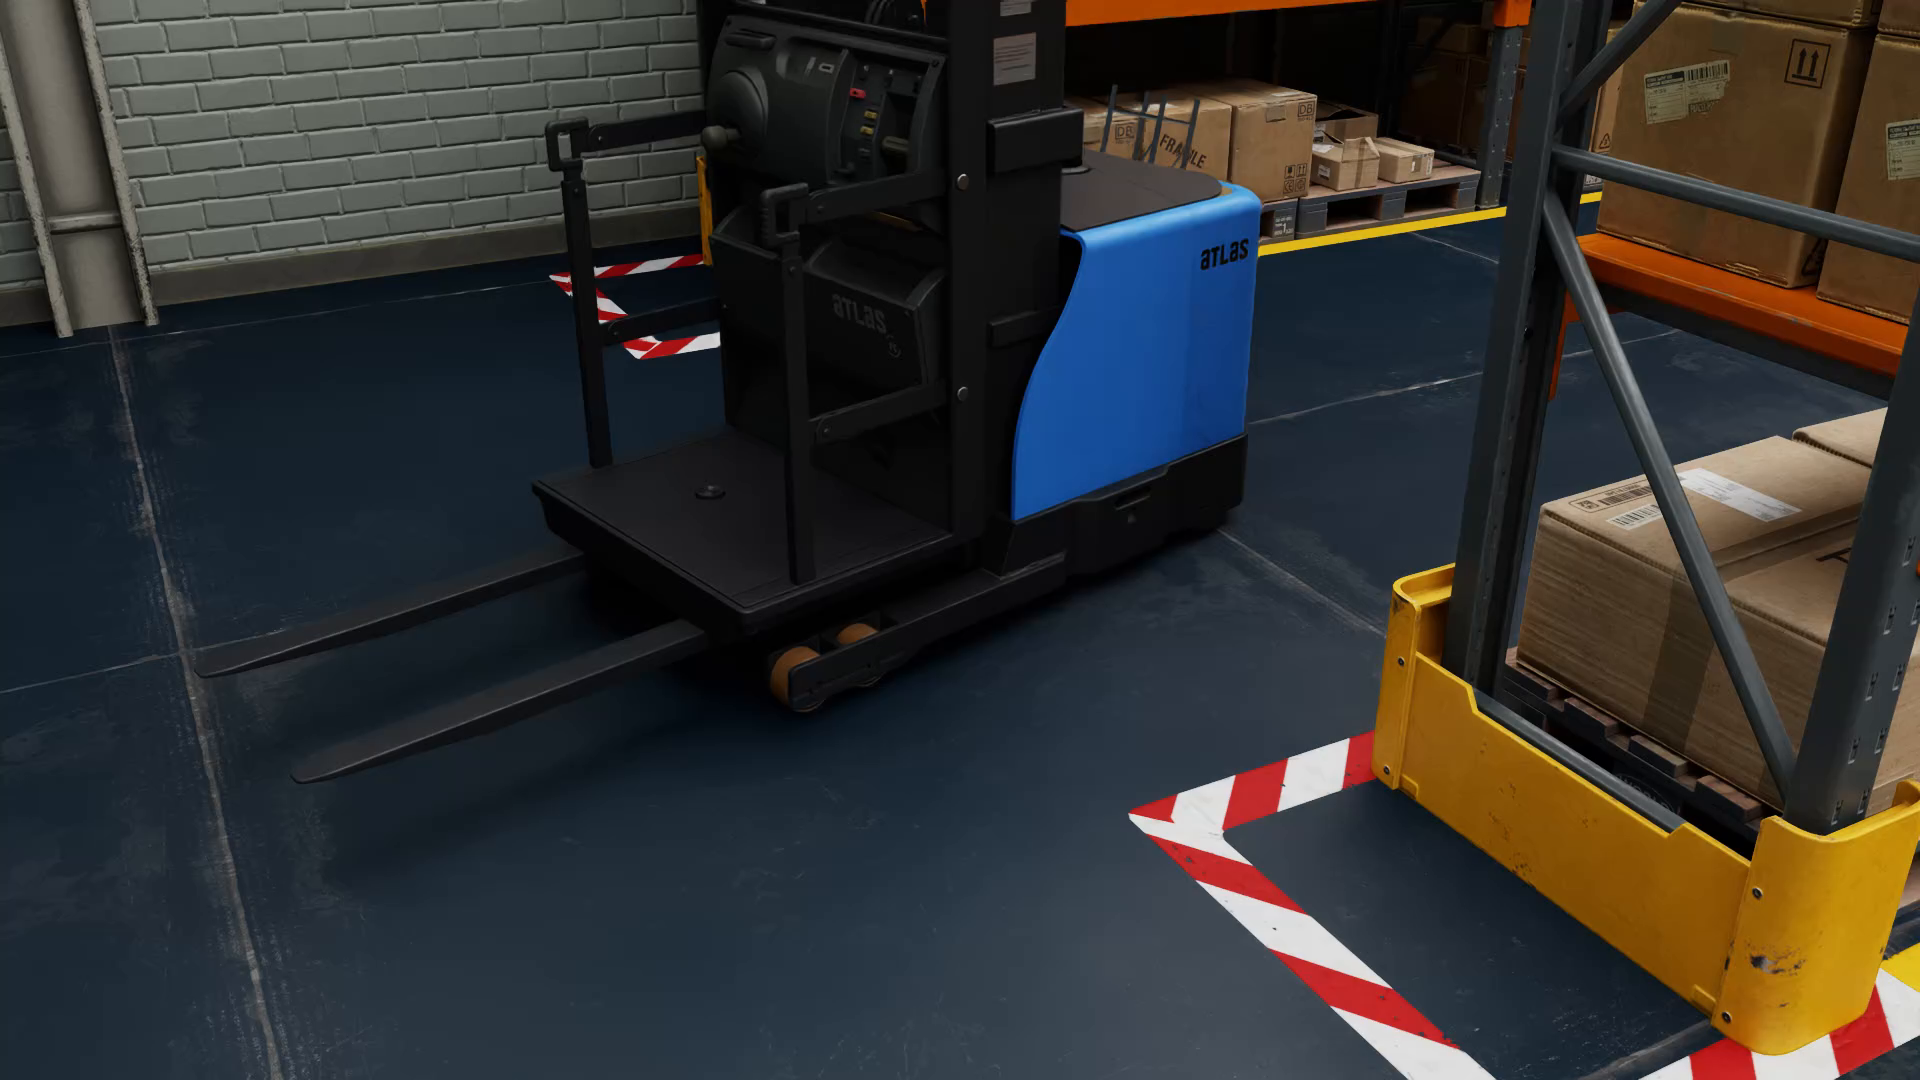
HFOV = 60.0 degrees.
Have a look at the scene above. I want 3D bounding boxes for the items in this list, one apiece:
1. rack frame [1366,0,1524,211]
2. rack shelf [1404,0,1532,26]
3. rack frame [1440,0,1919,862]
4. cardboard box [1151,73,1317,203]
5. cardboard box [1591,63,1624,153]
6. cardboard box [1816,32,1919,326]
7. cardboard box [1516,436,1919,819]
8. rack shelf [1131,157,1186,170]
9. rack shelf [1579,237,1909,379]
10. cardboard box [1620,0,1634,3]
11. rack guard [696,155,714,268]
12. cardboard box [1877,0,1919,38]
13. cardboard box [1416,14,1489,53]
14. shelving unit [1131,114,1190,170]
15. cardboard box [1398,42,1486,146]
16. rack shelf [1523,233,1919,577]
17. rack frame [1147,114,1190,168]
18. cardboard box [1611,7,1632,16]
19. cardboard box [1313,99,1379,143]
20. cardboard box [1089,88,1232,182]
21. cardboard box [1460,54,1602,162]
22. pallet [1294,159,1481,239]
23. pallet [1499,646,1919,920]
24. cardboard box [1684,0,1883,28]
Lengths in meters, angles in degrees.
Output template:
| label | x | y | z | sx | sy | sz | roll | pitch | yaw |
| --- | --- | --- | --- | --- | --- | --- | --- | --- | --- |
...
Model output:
| label | x | y | z | sx | sy | sz | roll | pitch | yaw |
| --- | --- | --- | --- | --- | --- | --- | --- | --- | --- |
| rack frame | 2.622 | -3.325 | 8.711 | 0.127 | 3.000 | 1.000 | -13 | 29 | -25 |
| rack shelf | 4.387 | -3.408 | 9.715 | 4.000 | 0.370 | 1.077 | -13 | 29 | -25 |
| rack frame | 1.432 | -0.616 | 3.067 | 0.127 | 3.000 | 1.000 | -13 | 29 | -25 |
| cardboard box | 1.365 | -2.032 | 8.420 | 0.500 | 0.500 | 0.700 | -14 | 29 | -27 |
| cardboard box | 3.620 | -2.513 | 9.421 | 0.500 | 0.500 | 0.500 | -13 | 29 | -26 |
| cardboard box | 1.990 | -0.649 | 3.021 | 0.500 | 0.500 | 0.500 | -13 | 29 | -25 |
| cardboard box | 1.967 | 0.177 | 3.890 | 0.875 | 0.438 | 0.875 | -14 | 29 | -27 |
| rack shelf | 0.625 | -1.266 | 5.780 | 0.180 | 0.103 | 0.258 | -6 | 22 | -46 |
| rack shelf | 4.405 | -1.986 | 1.057 | 3.910 | 4.714 | 5.869 | -13 | 29 | -25 |
| cardboard box | 4.171 | -3.185 | 10.072 | 0.265 | 0.149 | 0.390 | -13 | 29 | -25 |
| rack guard | -0.840 | -1.399 | 7.587 | 0.348 | 0.500 | 1.175 | -13 | 29 | -25 |
| cardboard box | 1.989 | -1.101 | 2.806 | 0.500 | 0.500 | 0.500 | -14 | 29 | -26 |
| cardboard box | 2.811 | -2.865 | 9.406 | 0.250 | 0.149 | 0.380 | -14 | 29 | -27 |
| shelving unit | 0.571 | -0.967 | 5.865 | 0.183 | 1.046 | 0.258 | -6 | 22 | -46 |
| cardboard box | 2.916 | -2.601 | 9.604 | 0.500 | 0.500 | 0.500 | -13 | 29 | -25 |
| rack shelf | 3.196 | -0.699 | 4.071 | 4.000 | 0.370 | 1.077 | -13 | 29 | -25 |
| rack frame | 0.633 | -0.974 | 5.930 | 0.002 | 1.046 | 0.228 | -6 | 22 | -46 |
| cardboard box | 3.733 | -3.072 | 9.835 | 0.250 | 0.149 | 0.380 | -12 | 28 | -24 |
| cardboard box | 1.928 | -2.258 | 9.109 | 0.500 | 0.311 | 0.500 | -12 | 28 | -23 |
| cardboard box | 0.963 | -1.890 | 8.124 | 0.500 | 0.500 | 0.500 | -12 | 28 | -24 |
| cardboard box | 3.155 | -2.400 | 9.187 | 0.500 | 0.500 | 0.500 | -12 | 28 | -23 |
| pallet | 2.016 | -1.929 | 9.024 | 1.213 | 0.211 | 1.003 | -13 | 29 | -25 |
| pallet | 2.100 | 0.449 | 4.072 | 1.213 | 0.211 | 1.003 | -13 | 29 | -25 |
| cardboard box | 1.745 | -1.301 | 3.223 | 0.500 | 0.500 | 0.500 | -12 | 28 | -23 |
